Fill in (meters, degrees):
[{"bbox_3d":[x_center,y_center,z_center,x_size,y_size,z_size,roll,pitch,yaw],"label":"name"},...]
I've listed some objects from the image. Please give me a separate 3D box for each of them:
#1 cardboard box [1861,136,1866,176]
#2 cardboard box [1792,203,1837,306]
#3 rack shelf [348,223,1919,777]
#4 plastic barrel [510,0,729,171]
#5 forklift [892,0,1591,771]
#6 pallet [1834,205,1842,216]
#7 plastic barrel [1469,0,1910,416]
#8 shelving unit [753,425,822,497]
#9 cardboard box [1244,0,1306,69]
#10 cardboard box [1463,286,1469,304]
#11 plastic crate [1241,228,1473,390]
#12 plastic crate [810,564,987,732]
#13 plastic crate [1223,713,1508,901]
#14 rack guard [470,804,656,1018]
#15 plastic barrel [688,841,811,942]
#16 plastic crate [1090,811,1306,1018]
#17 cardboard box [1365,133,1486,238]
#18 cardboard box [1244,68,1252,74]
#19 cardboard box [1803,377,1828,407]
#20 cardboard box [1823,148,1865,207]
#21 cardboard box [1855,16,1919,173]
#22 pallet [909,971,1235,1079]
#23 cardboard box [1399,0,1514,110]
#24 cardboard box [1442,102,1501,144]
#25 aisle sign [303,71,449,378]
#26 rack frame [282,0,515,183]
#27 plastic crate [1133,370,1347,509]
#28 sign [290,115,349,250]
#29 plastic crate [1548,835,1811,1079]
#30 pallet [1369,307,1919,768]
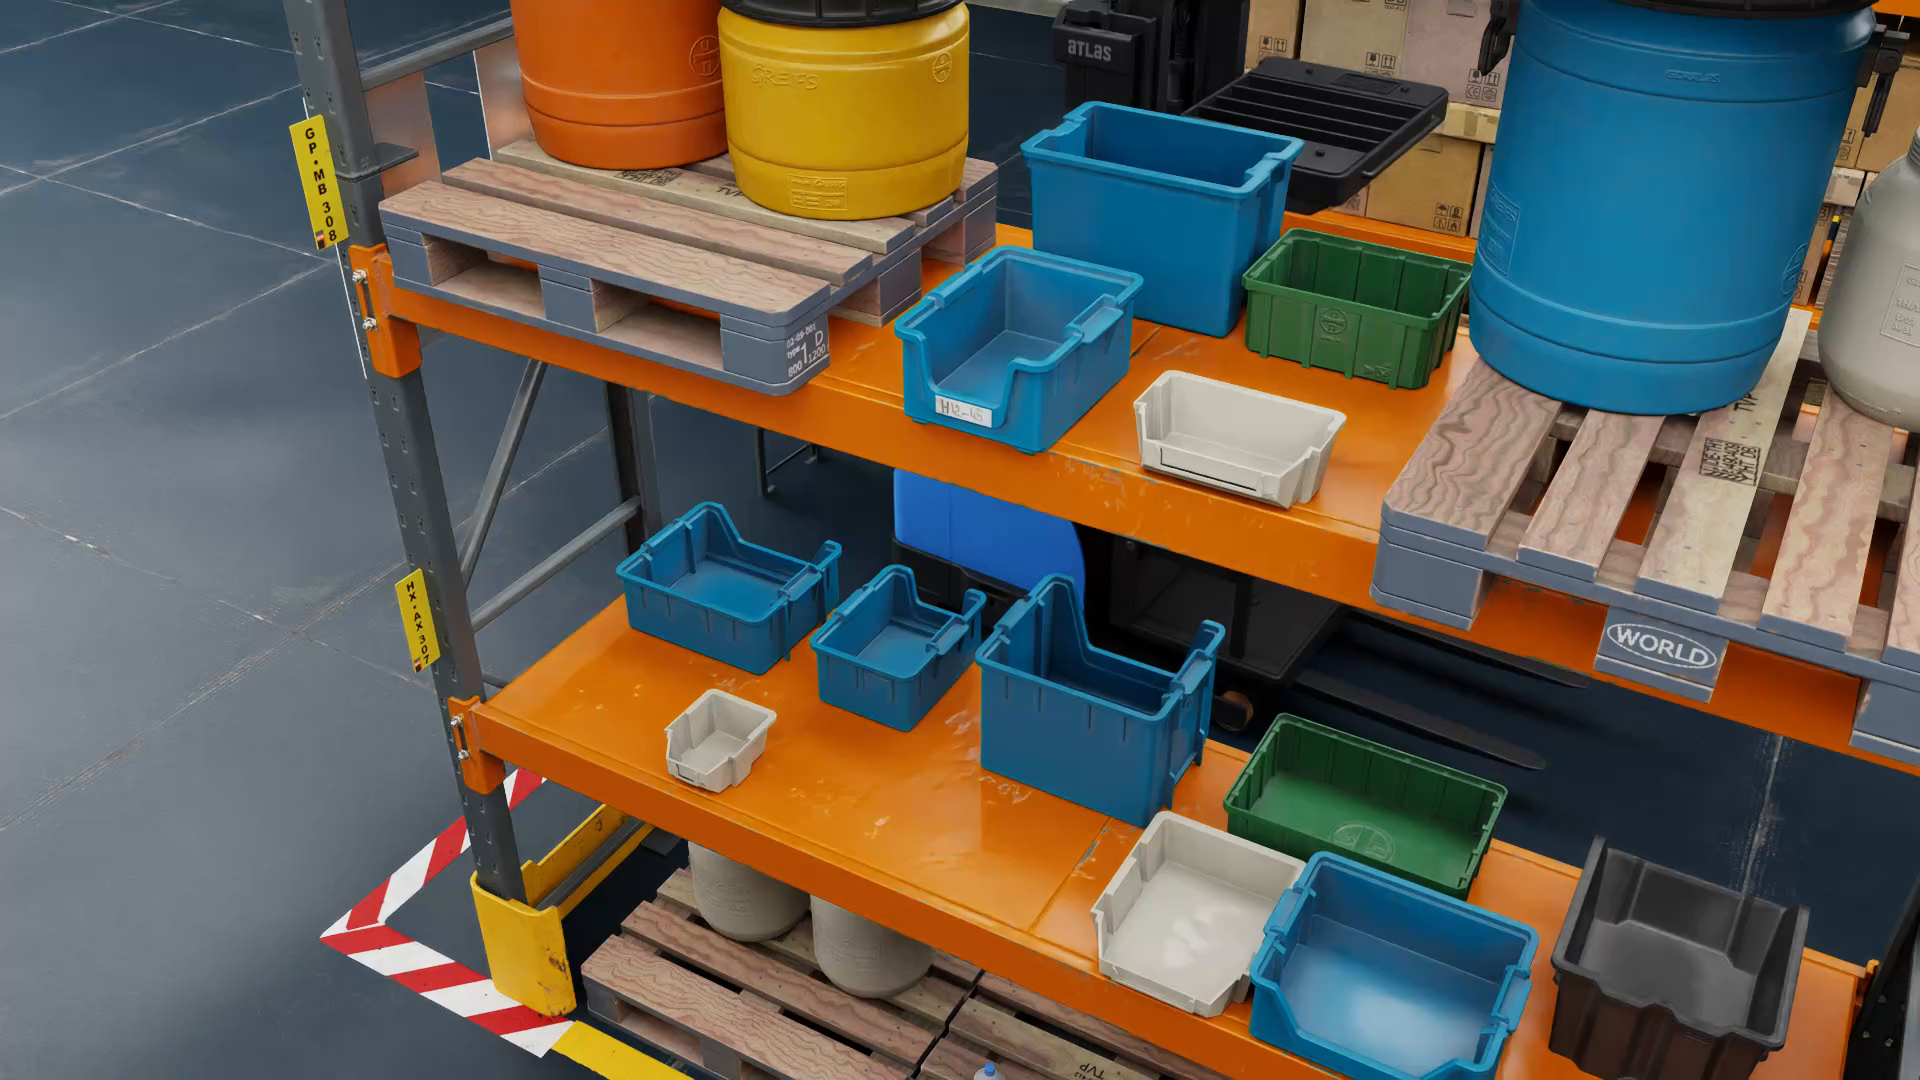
[{"bbox_3d":[4.024,-1.807,7.582,0.250,0.149,0.380,17,37,23],"label":"cardboard box"},{"bbox_3d":[3.755,-1.492,7.694,0.500,0.500,0.700,17,37,24],"label":"cardboard box"},{"bbox_3d":[0.407,-0.306,3.946,4.000,0.370,1.077,18,37,24],"label":"rack shelf"},{"bbox_3d":[-0.845,-1.436,4.228,0.708,0.830,0.600,18,37,24],"label":"plastic barrel"},{"bbox_3d":[1.195,-0.749,6.731,3.031,2.935,1.130,20,39,27],"label":"forklift"},{"bbox_3d":[6.458,-2.581,11.936,1.213,0.211,1.003,18,37,24],"label":"pallet"},{"bbox_3d":[1.332,-0.764,3.153,0.708,0.901,0.600,18,37,24],"label":"plastic barrel"},{"bbox_3d":[-0.469,-0.809,8.112,1.048,1.500,0.538,20,39,27],"label":"shelving unit"},{"bbox_3d":[1.576,-2.722,8.370,0.500,0.500,0.700,18,38,25],"label":"cardboard box"},{"bbox_3d":[2.362,-1.109,8.635,0.500,0.500,0.500,18,37,24],"label":"cardboard box"},{"bbox_3d":[0.908,-0.532,3.827,0.450,0.188,0.336,18,37,24],"label":"plastic crate"},{"bbox_3d":[-0.186,0.330,5.182,0.408,0.251,0.499,18,37,24],"label":"plastic crate"},{"bbox_3d":[1.105,0.772,4.575,0.662,0.188,0.450,18,37,24],"label":"plastic crate"},{"bbox_3d":[-1.240,1.132,6.099,0.348,0.500,1.175,18,37,24],"label":"rack guard"},{"bbox_3d":[-0.720,1.098,5.760,0.421,0.512,0.421,0,34,0],"label":"plastic barrel"},{"bbox_3d":[0.608,0.978,4.312,0.437,0.136,0.530,18,37,24],"label":"plastic crate"},{"bbox_3d":[2.417,-1.915,8.329,0.500,0.500,0.700,18,38,25],"label":"cardboard box"},{"bbox_3d":[1.596,-2.318,8.349,0.250,0.149,0.380,17,37,23],"label":"cardboard box"},{"bbox_3d":[4.357,-0.810,8.185,0.500,0.500,0.500,18,37,24],"label":"cardboard box"},{"bbox_3d":[3.819,-1.612,7.290,0.250,0.149,0.380,16,37,23],"label":"cardboard box"},{"bbox_3d":[4.216,-1.890,7.121,0.500,0.500,0.700,18,38,25],"label":"cardboard box"},{"bbox_3d":[0.517,1.814,5.335,1.213,0.211,1.003,18,37,24],"label":"pallet"},{"bbox_3d":[2.474,-2.442,7.950,0.500,0.500,0.700,18,38,25],"label":"cardboard box"},{"bbox_3d":[2.484,-2.036,7.926,0.250,0.149,0.380,17,37,24],"label":"cardboard box"},{"bbox_3d":[-1.538,-0.868,4.501,0.004,0.787,0.394,18,37,24],"label":"aisle sign"},{"bbox_3d":[-1.330,-2.404,3.741,0.127,3.000,1.000,18,37,24],"label":"rack frame"},{"bbox_3d":[0.549,-0.192,3.364,0.396,0.136,0.243,18,37,24],"label":"plastic crate"},{"bbox_3d":[-1.607,-0.895,4.174,0.005,0.325,0.100,18,37,24],"label":"sign"},{"bbox_3d":[1.752,1.014,4.077,0.504,0.338,0.767,18,37,24],"label":"plastic crate"},{"bbox_3d":[1.468,-0.128,3.200,1.003,0.211,1.213,18,37,24],"label":"pallet"}]
